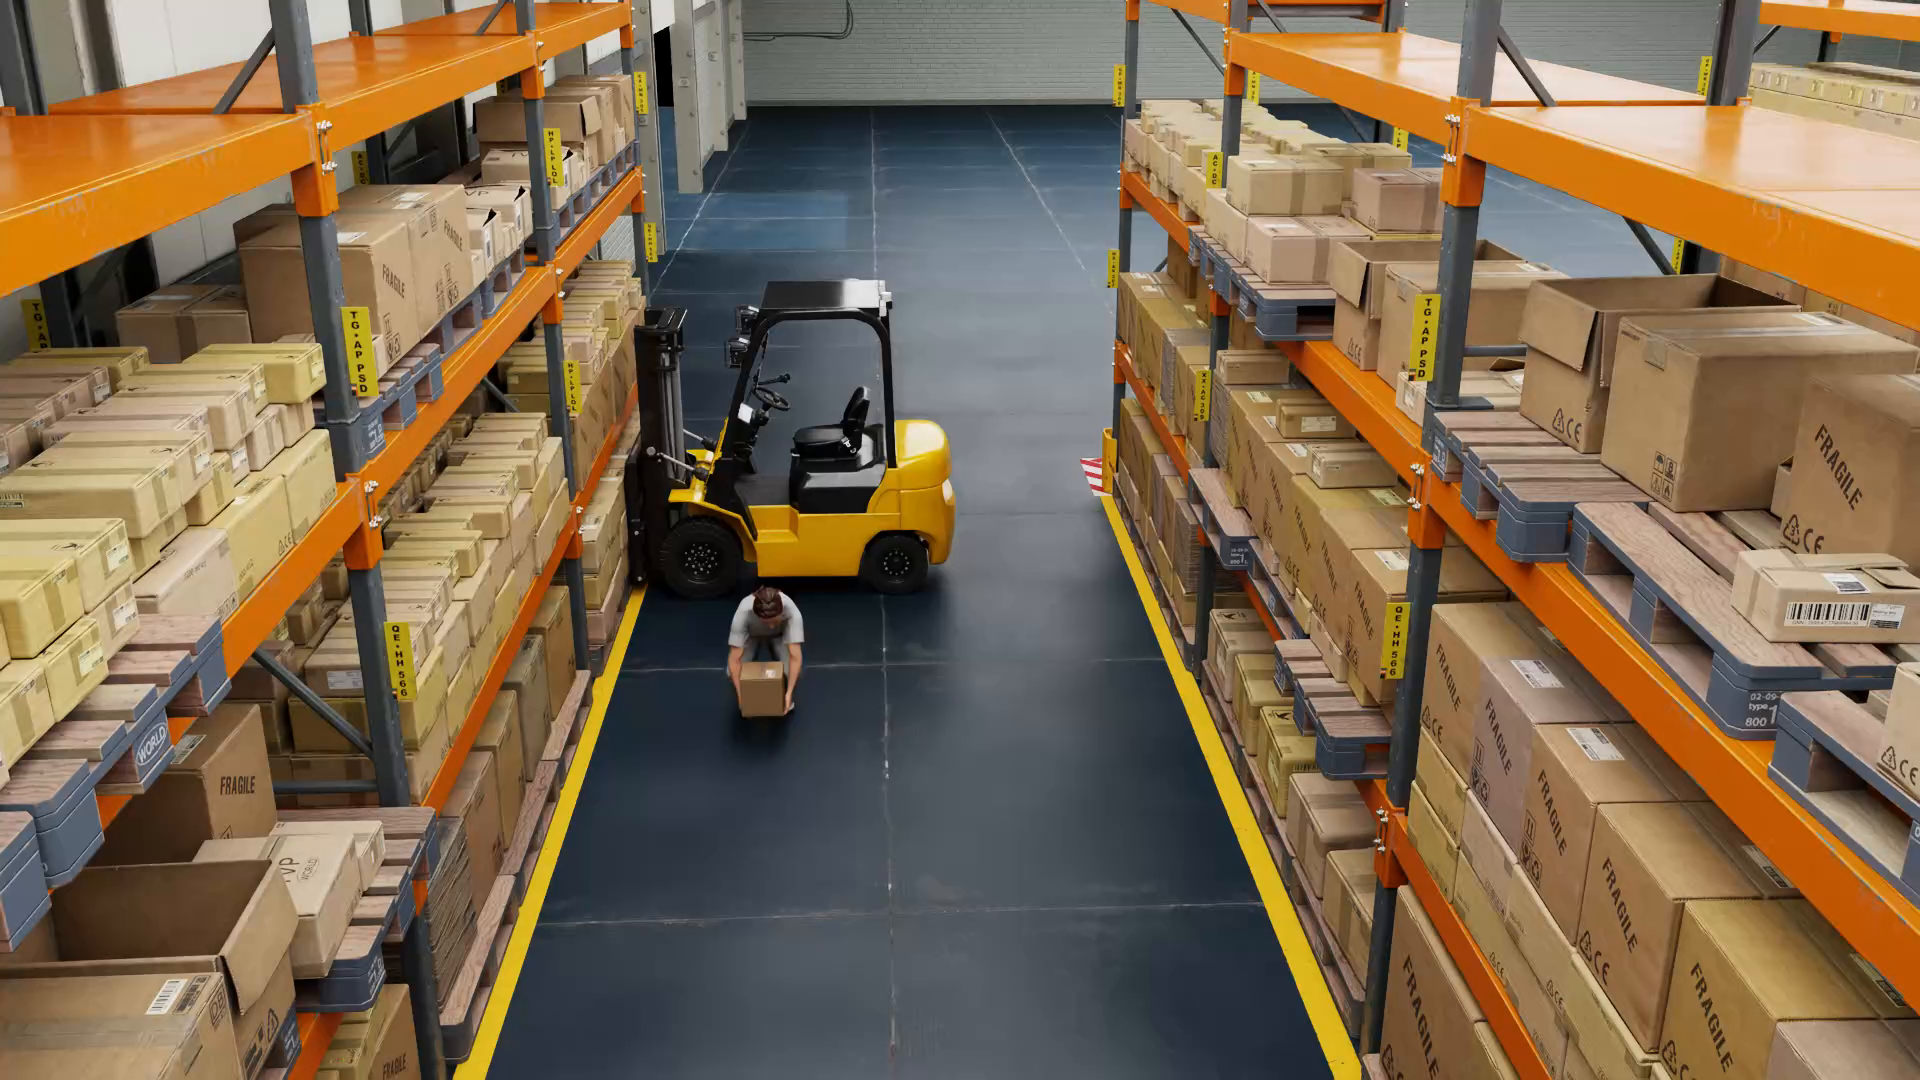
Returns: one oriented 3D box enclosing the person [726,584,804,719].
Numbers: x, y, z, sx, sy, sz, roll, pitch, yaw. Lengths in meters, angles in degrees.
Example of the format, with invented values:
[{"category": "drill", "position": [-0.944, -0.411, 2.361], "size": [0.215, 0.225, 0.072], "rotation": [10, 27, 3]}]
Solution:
[{"category": "person", "position": [-1.212, 0.658, 10.382], "size": [0.490, 0.935, 0.805], "rotation": [-1, 21, -3]}]
